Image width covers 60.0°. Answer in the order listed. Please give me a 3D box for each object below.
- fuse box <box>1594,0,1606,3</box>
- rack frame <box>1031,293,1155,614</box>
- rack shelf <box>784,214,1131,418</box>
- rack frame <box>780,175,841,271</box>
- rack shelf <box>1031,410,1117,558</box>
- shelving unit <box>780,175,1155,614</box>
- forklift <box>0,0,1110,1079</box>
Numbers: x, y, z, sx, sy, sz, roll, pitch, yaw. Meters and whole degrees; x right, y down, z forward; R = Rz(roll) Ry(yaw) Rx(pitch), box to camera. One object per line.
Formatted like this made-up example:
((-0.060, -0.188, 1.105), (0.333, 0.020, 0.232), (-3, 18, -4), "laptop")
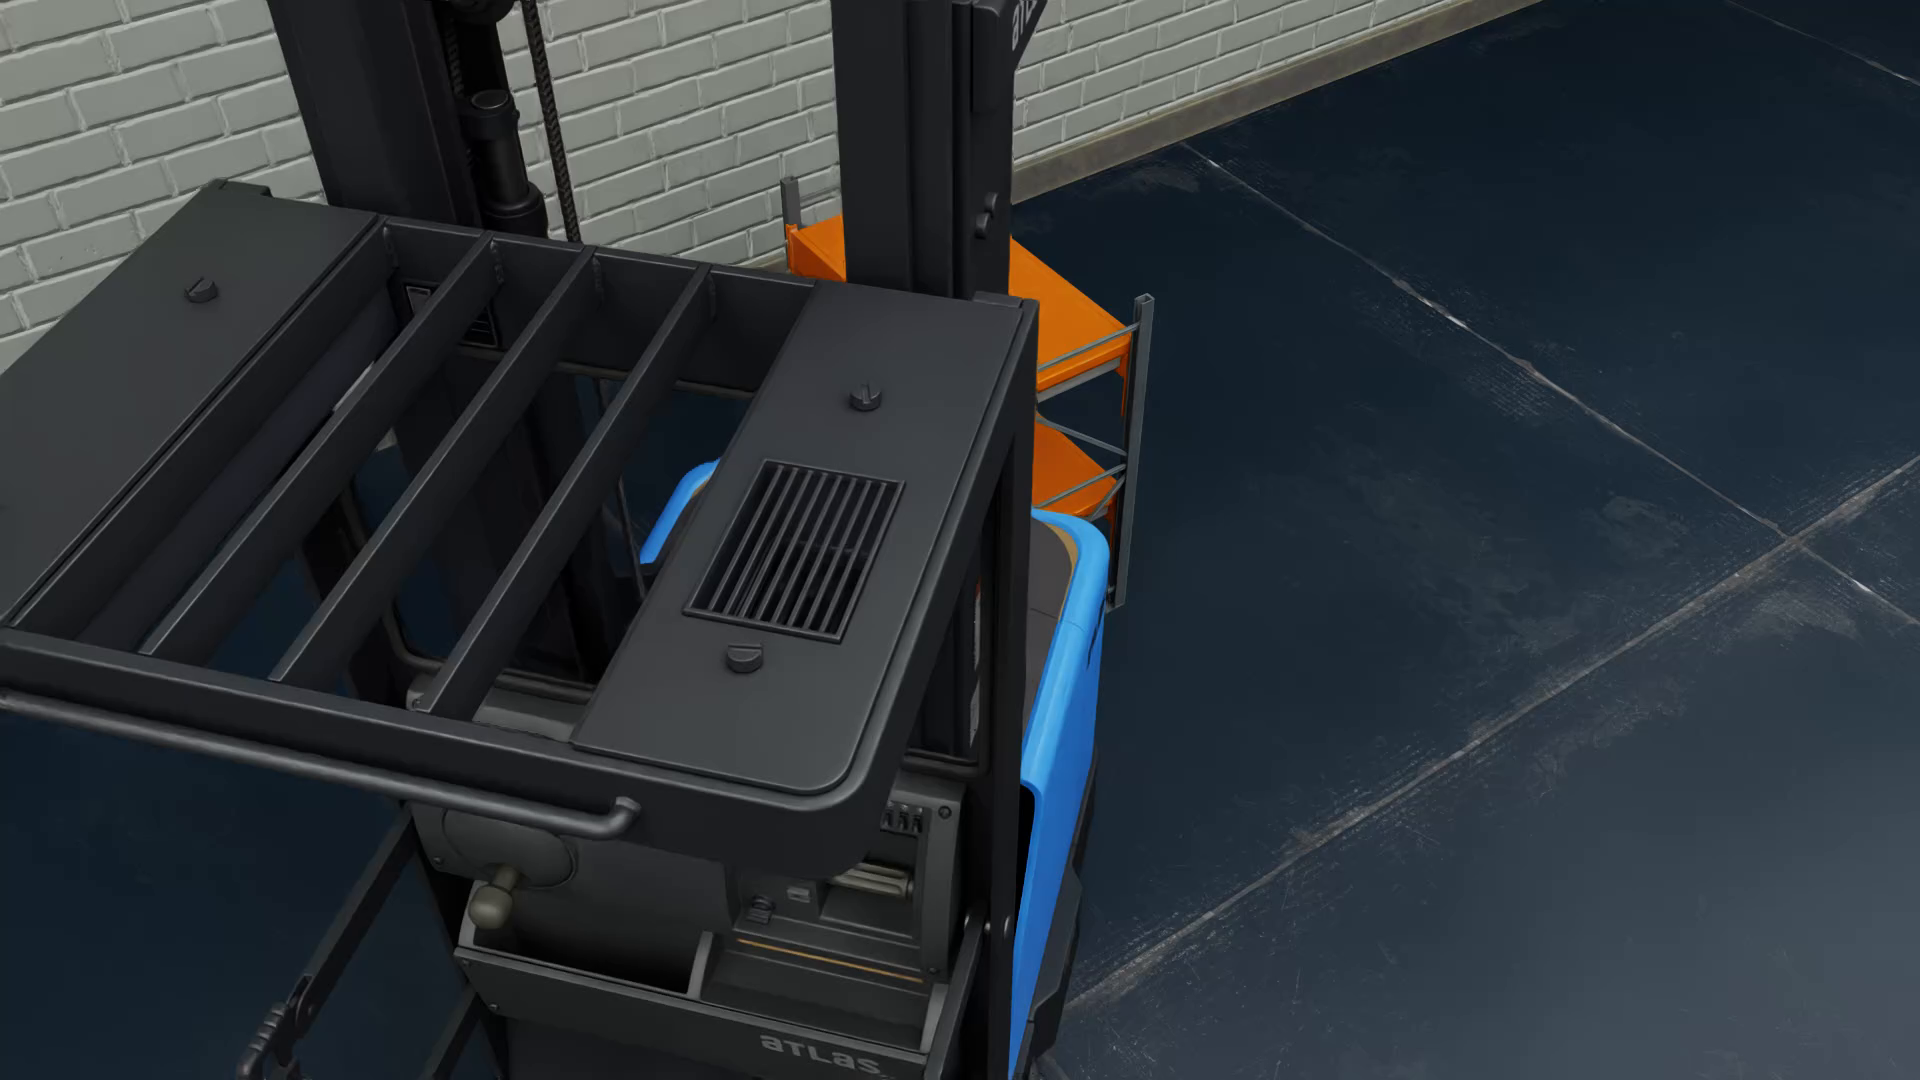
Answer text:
((3.099, -3.199, 7.361), (0.539, 1.711, 0.414), (-26, 49, -24), "fuse box")
((0.287, -0.123, 4.564), (0.500, 1.125, 0.032), (-26, 49, -24), "rack frame")
((-0.004, -0.622, 4.663), (0.538, 0.278, 1.000), (-26, 49, -24), "rack shelf")
((-0.295, -0.699, 5.167), (0.500, 1.125, 0.032), (-26, 49, -24), "rack frame")
((-0.004, -0.234, 5.034), (0.538, 0.278, 1.000), (-26, 49, -24), "rack shelf")
((-0.004, -0.411, 4.866), (0.538, 1.125, 1.048), (-26, 49, -24), "shelving unit")
((-0.506, 0.576, 2.524), (1.130, 2.935, 3.031), (10, 45, 10), "forklift")
